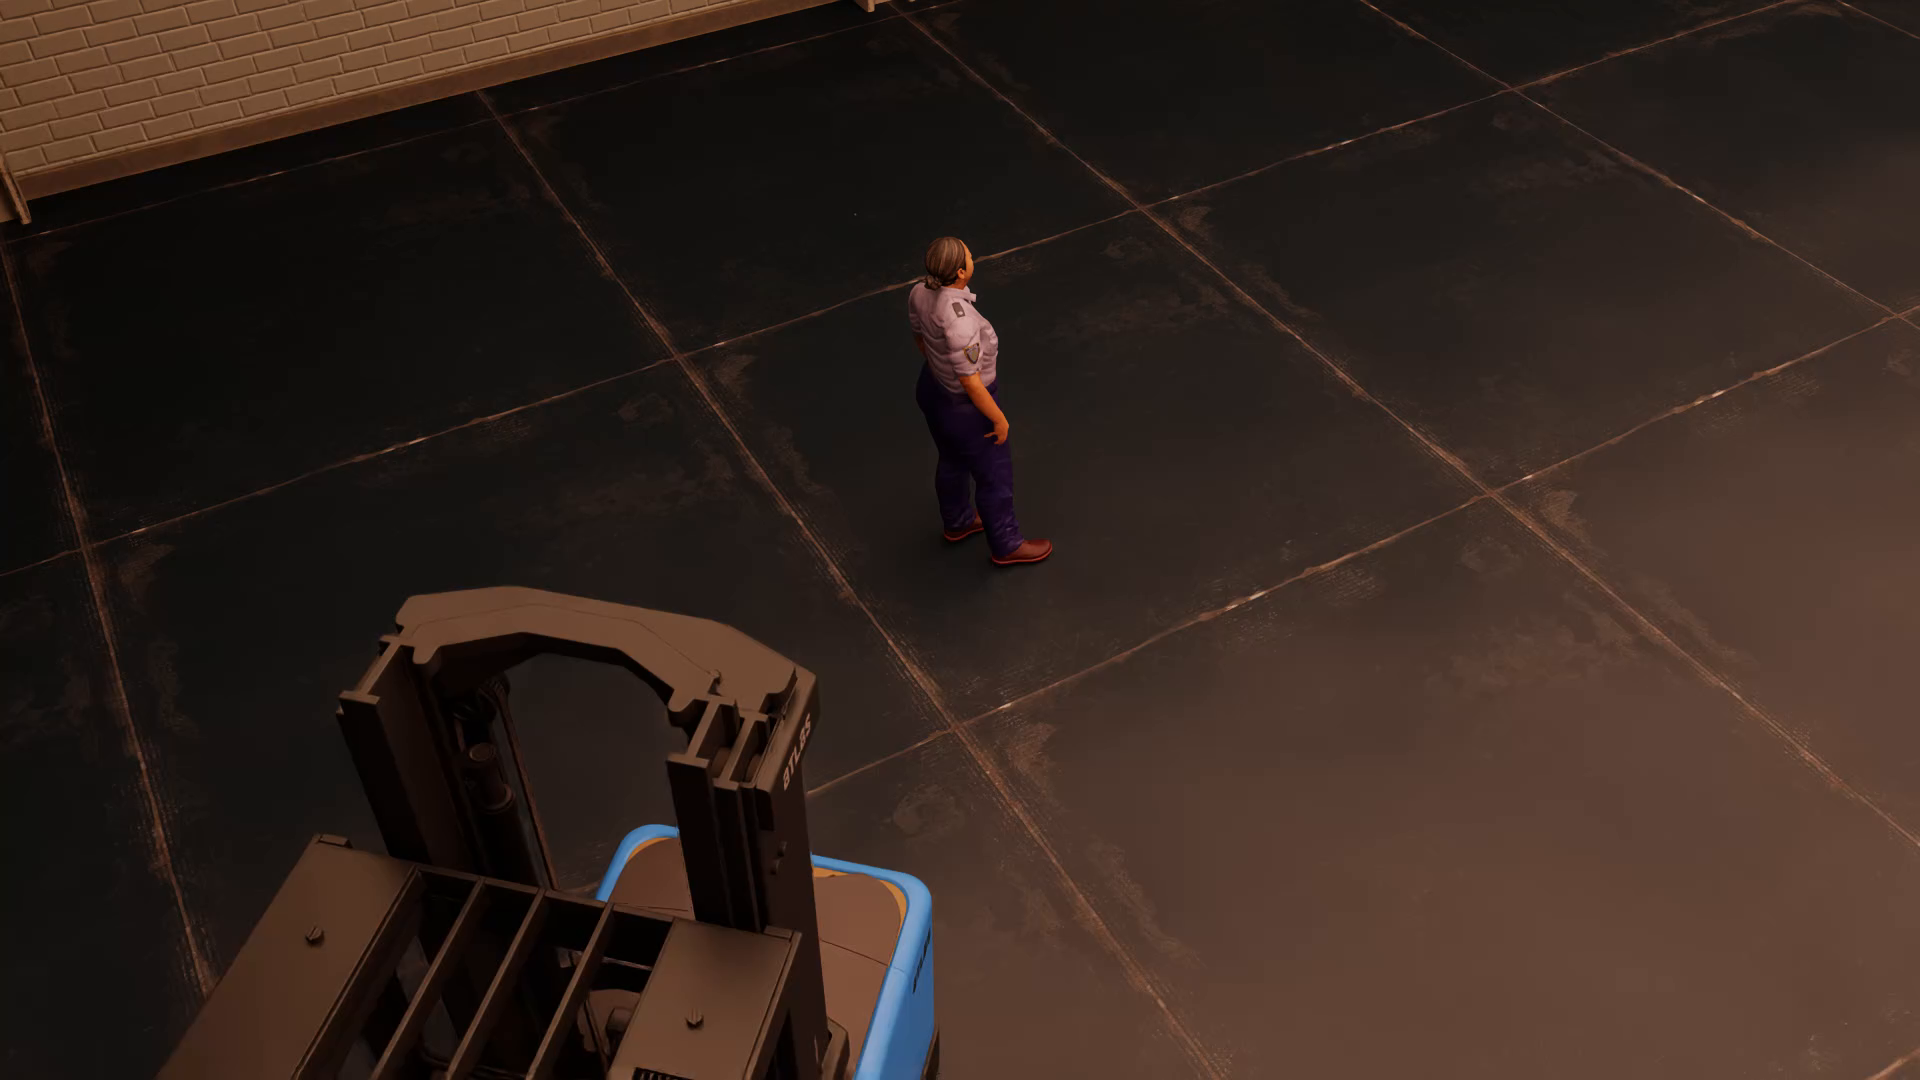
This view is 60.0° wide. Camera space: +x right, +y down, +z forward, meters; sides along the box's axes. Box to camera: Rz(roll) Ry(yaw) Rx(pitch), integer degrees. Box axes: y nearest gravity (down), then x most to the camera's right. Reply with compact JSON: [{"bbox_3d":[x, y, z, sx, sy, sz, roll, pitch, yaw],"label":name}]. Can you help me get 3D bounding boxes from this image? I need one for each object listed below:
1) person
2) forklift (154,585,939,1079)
[{"bbox_3d":[0.090,-0.626,7.306,0.502,1.651,0.598,-21,47,-21],"label":"person"},{"bbox_3d":[-0.914,1.658,3.910,1.130,2.935,3.031,9,44,10],"label":"forklift"}]
